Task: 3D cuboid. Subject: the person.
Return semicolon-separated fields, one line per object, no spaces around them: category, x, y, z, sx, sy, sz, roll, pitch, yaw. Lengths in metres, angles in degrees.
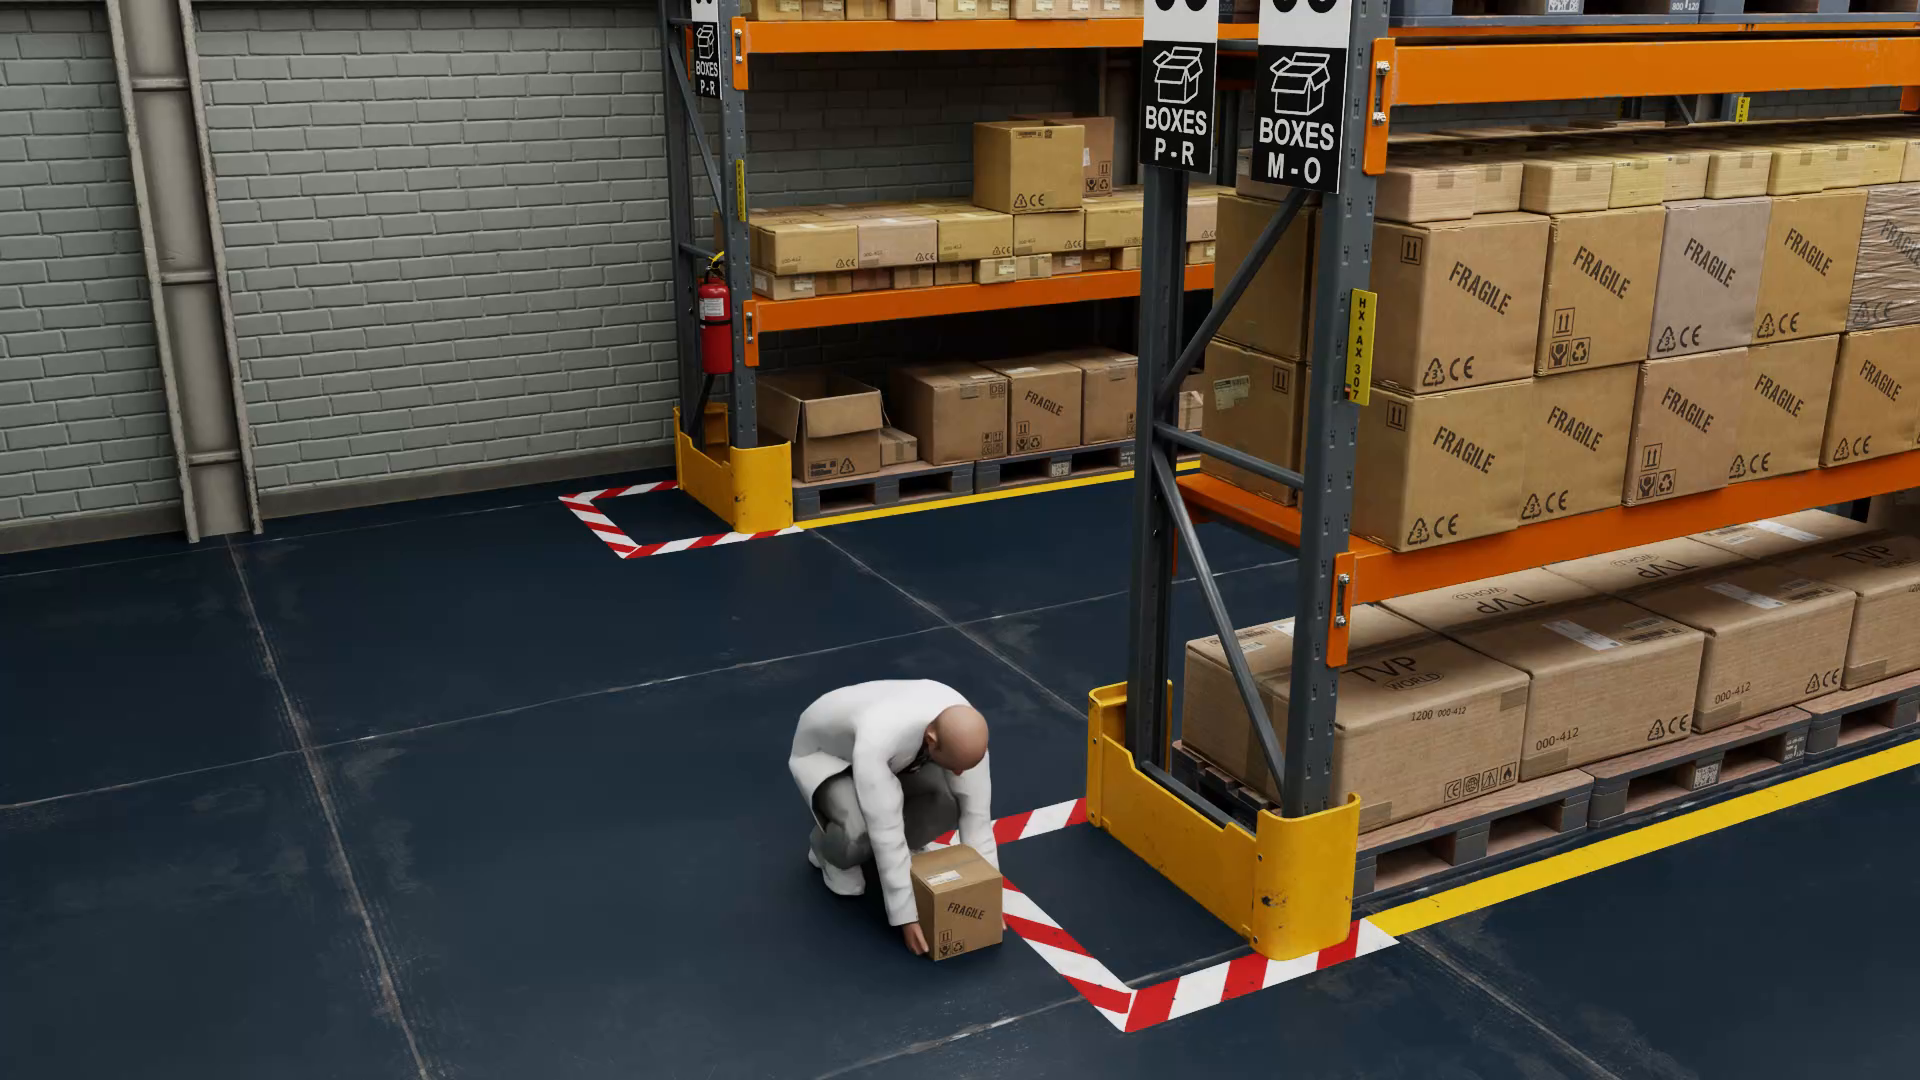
person;-0.222;0.889;5.646;0.576;0.850;0.938;-11;21;-31
